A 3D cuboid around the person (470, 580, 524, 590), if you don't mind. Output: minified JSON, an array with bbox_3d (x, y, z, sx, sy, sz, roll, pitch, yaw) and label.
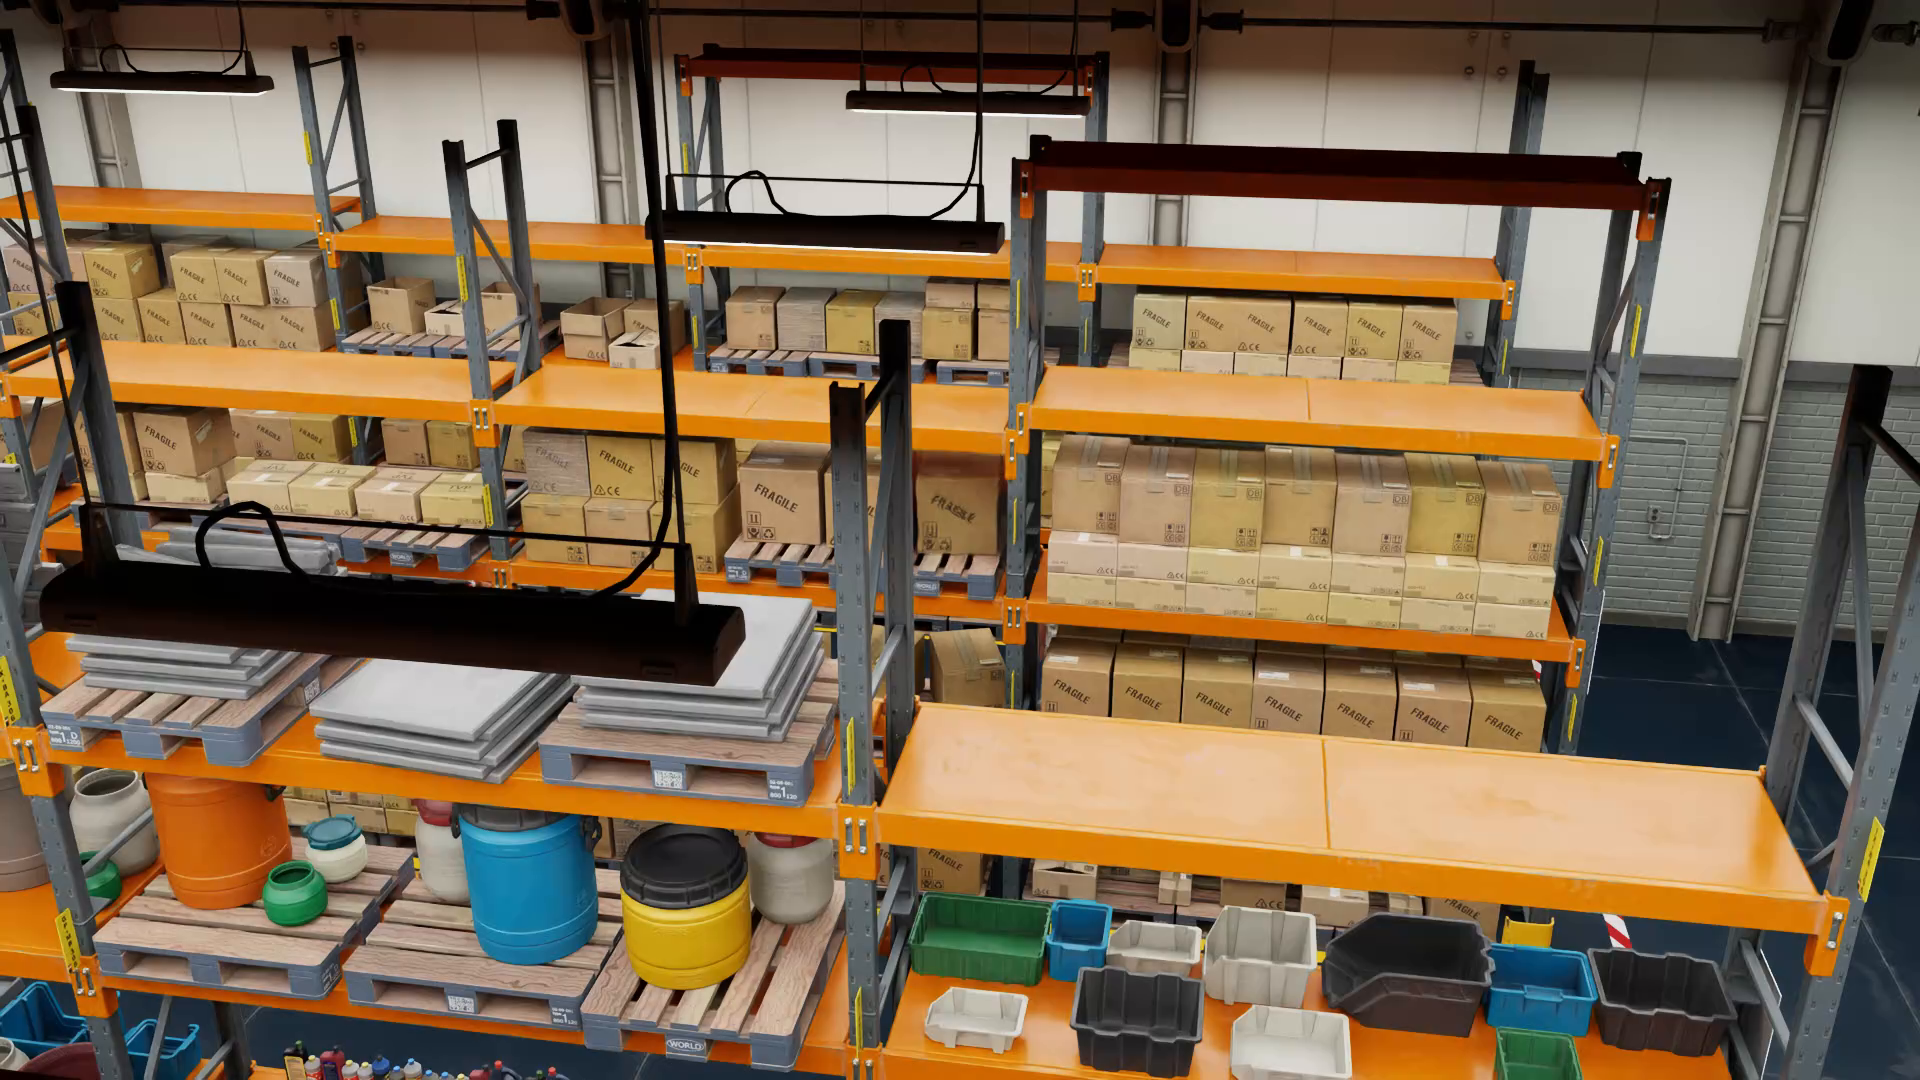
[{"bbox_3d":[-4.774,0.528,16.977,0.781,1.682,0.659,4,23,9],"label":"person"}]

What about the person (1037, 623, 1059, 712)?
[{"bbox_3d":[0.994,0.955,15.820,0.481,1.760,0.580,12,26,27],"label":"person"}]
